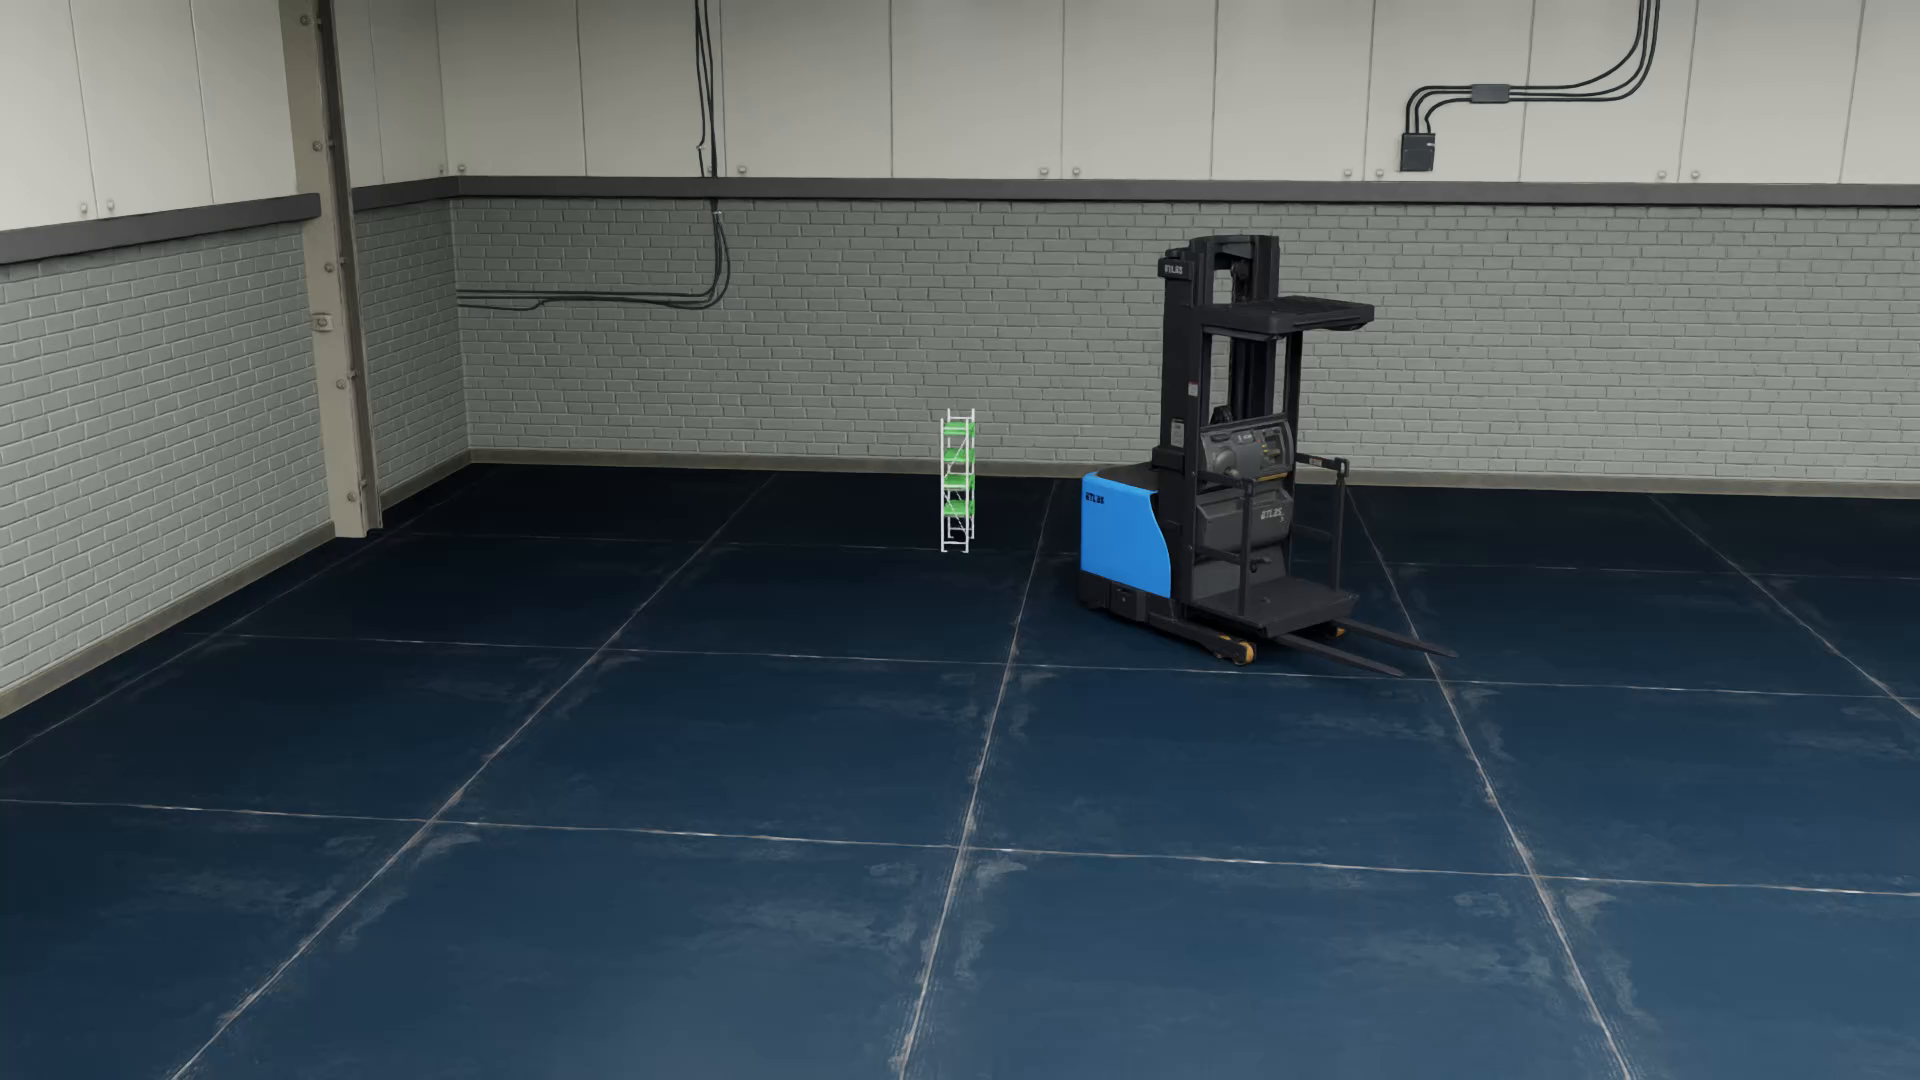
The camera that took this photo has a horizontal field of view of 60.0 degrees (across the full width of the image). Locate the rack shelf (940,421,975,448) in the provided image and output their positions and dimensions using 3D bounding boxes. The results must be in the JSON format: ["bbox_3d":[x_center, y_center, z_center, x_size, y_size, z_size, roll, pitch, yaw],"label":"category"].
[{"bbox_3d":[-0.019,-0.938,14.738,0.258,0.148,0.480,2,15,6],"label":"rack shelf"}]

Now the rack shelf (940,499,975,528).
[{"bbox_3d":[-0.019,-0.243,14.926,0.258,0.148,0.480,2,15,6],"label":"rack shelf"}]

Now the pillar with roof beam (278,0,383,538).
[{"bbox_3d":[-1.315,-4.294,13.803,9.100,9.000,0.400,2,15,6],"label":"pillar with roof beam"}]

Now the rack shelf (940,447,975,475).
[{"bbox_3d":[-0.019,-0.706,14.801,0.258,0.148,0.480,2,15,6],"label":"rack shelf"}]

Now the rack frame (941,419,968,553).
[{"bbox_3d":[-0.046,-0.473,14.613,0.240,1.200,0.015,2,15,6],"label":"rack frame"}]

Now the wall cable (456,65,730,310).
[{"bbox_3d":[-3.947,-3.647,17.358,3.097,2.526,0.112,2,15,6],"label":"wall cable"}]

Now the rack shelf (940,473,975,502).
[{"bbox_3d":[-0.019,-0.475,14.863,0.258,0.148,0.480,2,15,6],"label":"rack shelf"}]

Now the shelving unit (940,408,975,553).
[{"bbox_3d":[-0.019,-0.536,14.847,0.258,1.200,0.503,2,15,6],"label":"shelving unit"}]

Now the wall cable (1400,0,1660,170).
[{"bbox_3d":[5.485,-6.504,15.460,2.305,6.003,0.169,2,15,6],"label":"wall cable"}]

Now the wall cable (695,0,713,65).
[{"bbox_3d":[-1.258,-6.005,16.405,3.097,2.526,0.112,2,15,6],"label":"wall cable"}]

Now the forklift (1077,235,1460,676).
[{"bbox_3d":[2.235,-0.668,12.017,1.130,2.935,3.031,-12,19,-36],"label":"forklift"}]

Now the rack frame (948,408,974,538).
[{"bbox_3d":[0.009,-0.600,15.081,0.240,1.200,0.015,2,15,6],"label":"rack frame"}]
